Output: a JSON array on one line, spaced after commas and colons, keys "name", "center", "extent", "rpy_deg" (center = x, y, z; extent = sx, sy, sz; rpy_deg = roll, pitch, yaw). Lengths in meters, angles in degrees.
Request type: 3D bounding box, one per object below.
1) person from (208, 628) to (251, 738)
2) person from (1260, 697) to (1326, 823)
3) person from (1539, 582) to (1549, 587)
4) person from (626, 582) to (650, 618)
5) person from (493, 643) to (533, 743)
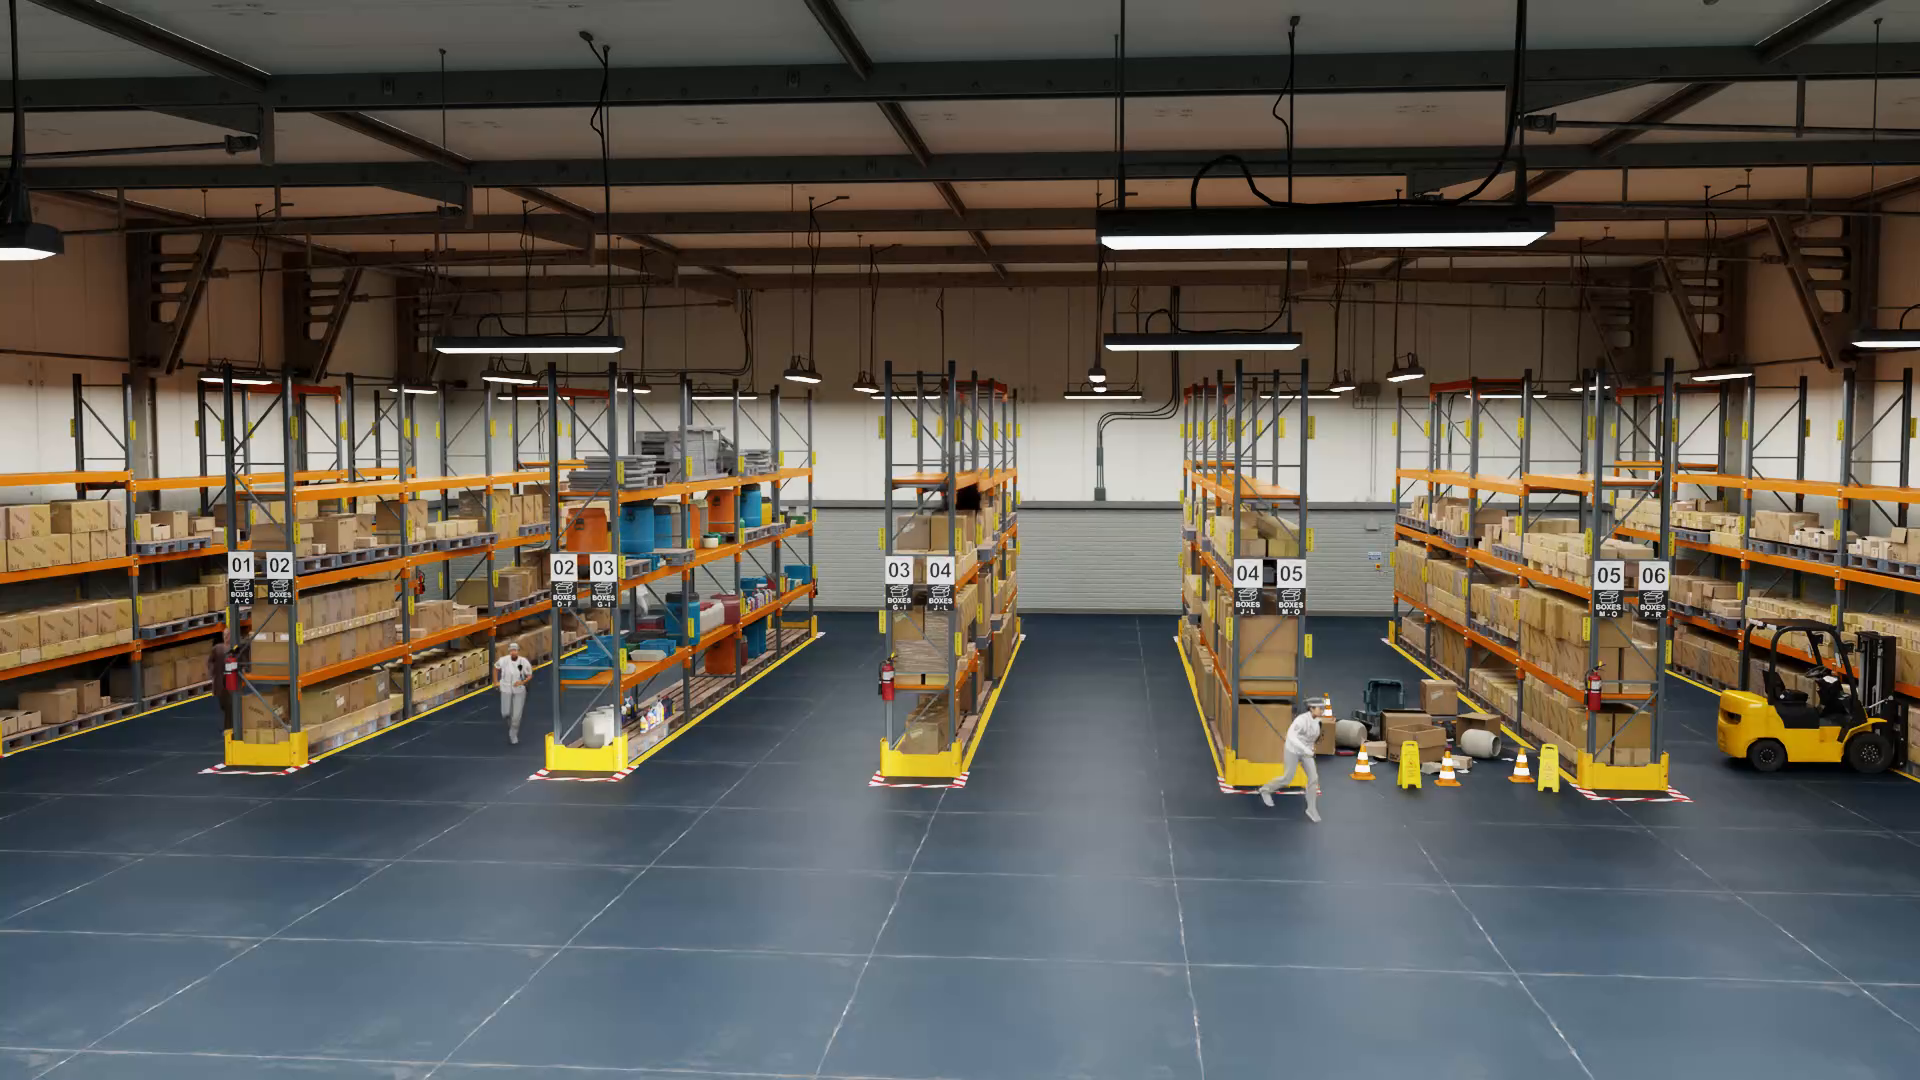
[{"name": "person", "center": [-12.041, 2.331, 27.413], "extent": [0.711, 1.743, 0.850], "rpy_deg": [-1, 4, -8]}, {"name": "person", "center": [4.330, 2.806, 21.614], "extent": [0.976, 1.631, 0.653], "rpy_deg": [4, 5, 43]}, {"name": "person", "center": [12.797, 1.727, 36.609], "extent": [0.640, 1.726, 0.662], "rpy_deg": [-1, 4, -17]}, {"name": "person", "center": [-8.015, 1.385, 41.500], "extent": [0.906, 1.767, 0.747], "rpy_deg": [3, 5, 37]}, {"name": "person", "center": [-7.191, 2.455, 26.705], "extent": [0.646, 1.619, 0.622], "rpy_deg": [0, 4, -7]}]
